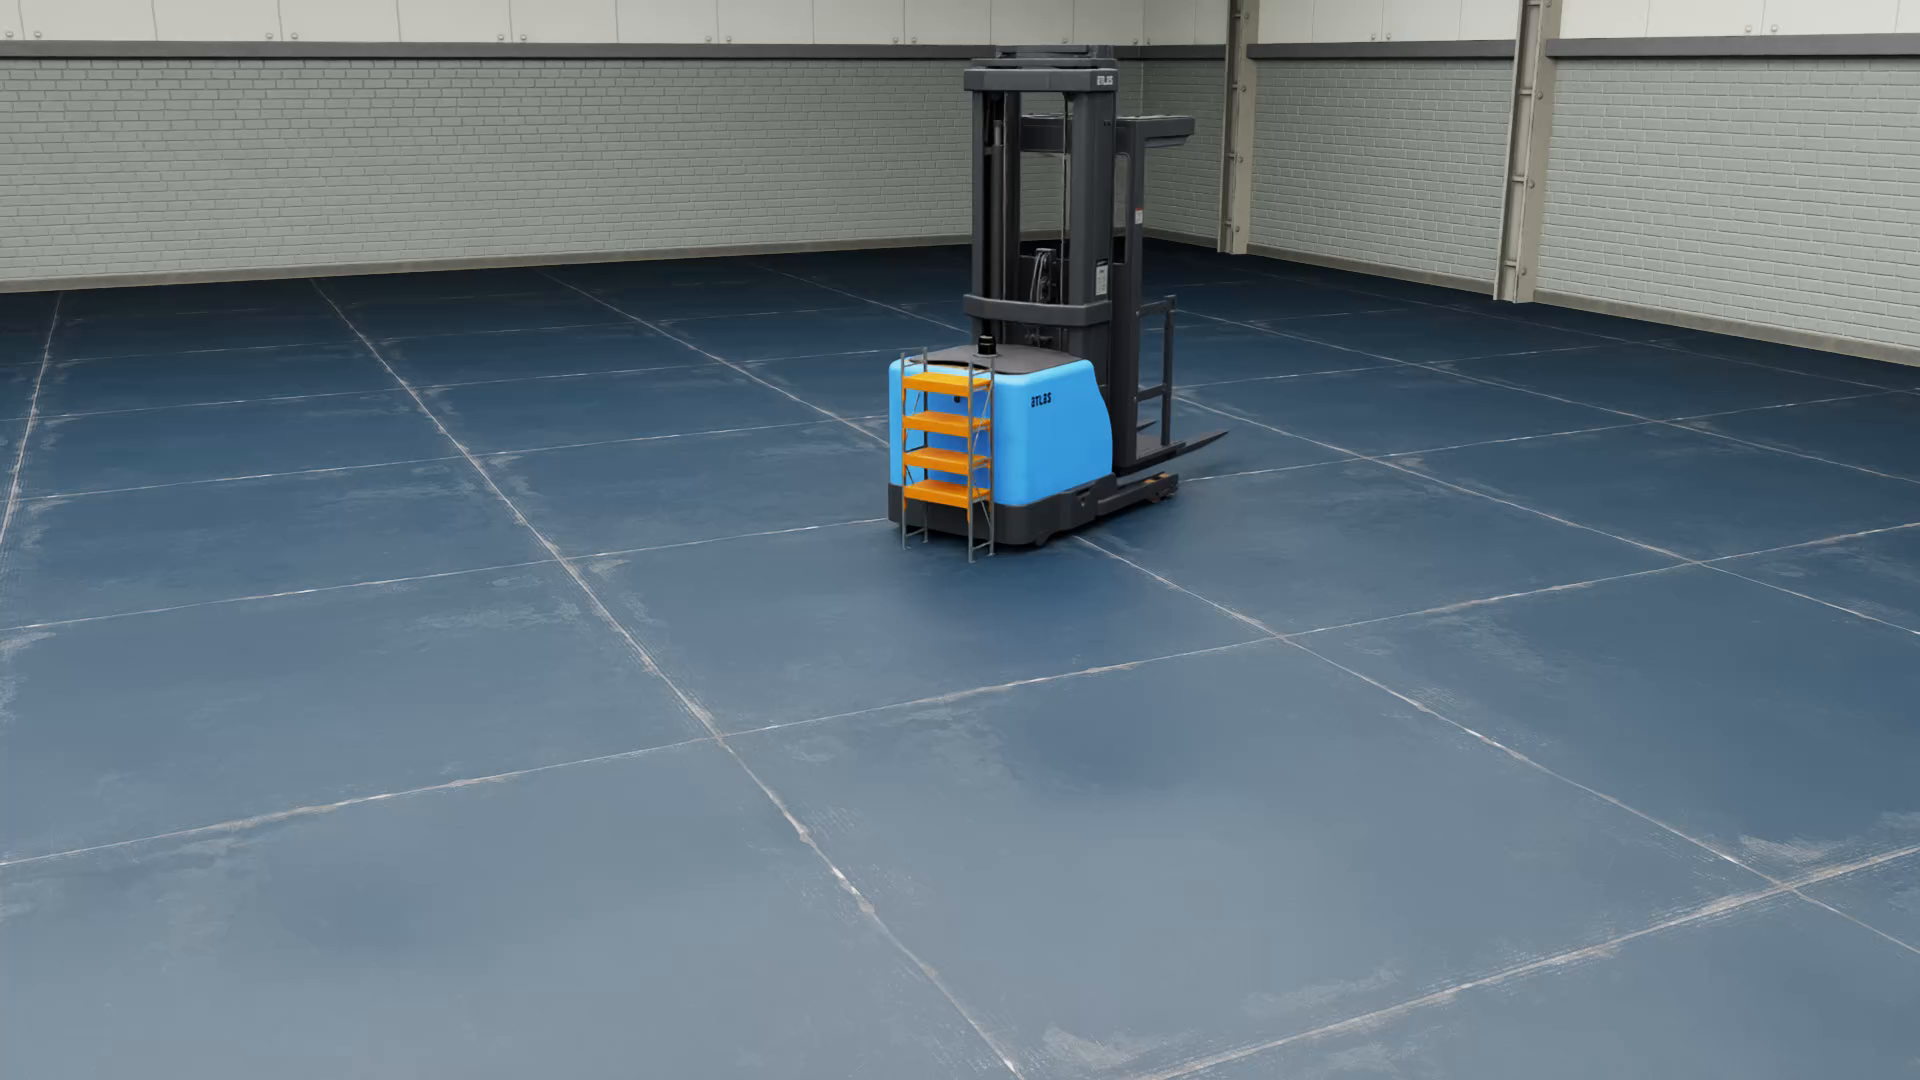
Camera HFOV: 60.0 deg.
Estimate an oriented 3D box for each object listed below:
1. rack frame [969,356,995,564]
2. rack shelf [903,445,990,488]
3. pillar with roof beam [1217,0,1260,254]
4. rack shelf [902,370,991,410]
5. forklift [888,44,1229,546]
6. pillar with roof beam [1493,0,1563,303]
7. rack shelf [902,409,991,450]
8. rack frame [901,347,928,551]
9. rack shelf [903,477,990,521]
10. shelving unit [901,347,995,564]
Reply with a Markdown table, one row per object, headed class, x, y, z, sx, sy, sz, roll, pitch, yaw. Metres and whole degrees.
| class | x | y | z | sx | sy | sz | roll | pitch | yaw |
| --- | --- | --- | --- | --- | --- | --- | --- | --- | --- |
| rack frame | 0.127 | -0.463 | 9.688 | 0.015 | 1.200 | 0.240 | 11 | 19 | 34 |
| rack shelf | -0.072 | -0.437 | 9.843 | 0.480 | 0.148 | 0.258 | 11 | 19 | 34 |
| pillar with roof beam | 0.353 | -8.258 | 22.714 | 9.100 | 9.000 | 0.400 | -8 | 18 | -25 |
| rack shelf | -0.072 | -0.880 | 9.716 | 0.480 | 0.148 | 0.258 | 11 | 19 | 34 |
| forklift | 0.823 | -1.720 | 10.931 | 1.130 | 2.935 | 3.031 | 11 | 20 | 34 |
| pillar with roof beam | 2.982 | -6.771 | 17.530 | 9.100 | 9.000 | 0.400 | -8 | 18 | -25 |
| rack shelf | -0.072 | -0.652 | 9.781 | 0.480 | 0.148 | 0.258 | 11 | 19 | 34 |
| rack frame | -0.270 | -0.541 | 9.961 | 0.015 | 1.200 | 0.240 | 11 | 19 | 34 |
| rack shelf | -0.072 | -0.246 | 9.898 | 0.480 | 0.148 | 0.258 | 11 | 19 | 34 |
| shelving unit | -0.072 | -0.502 | 9.824 | 0.503 | 1.200 | 0.258 | 11 | 19 | 34 |
